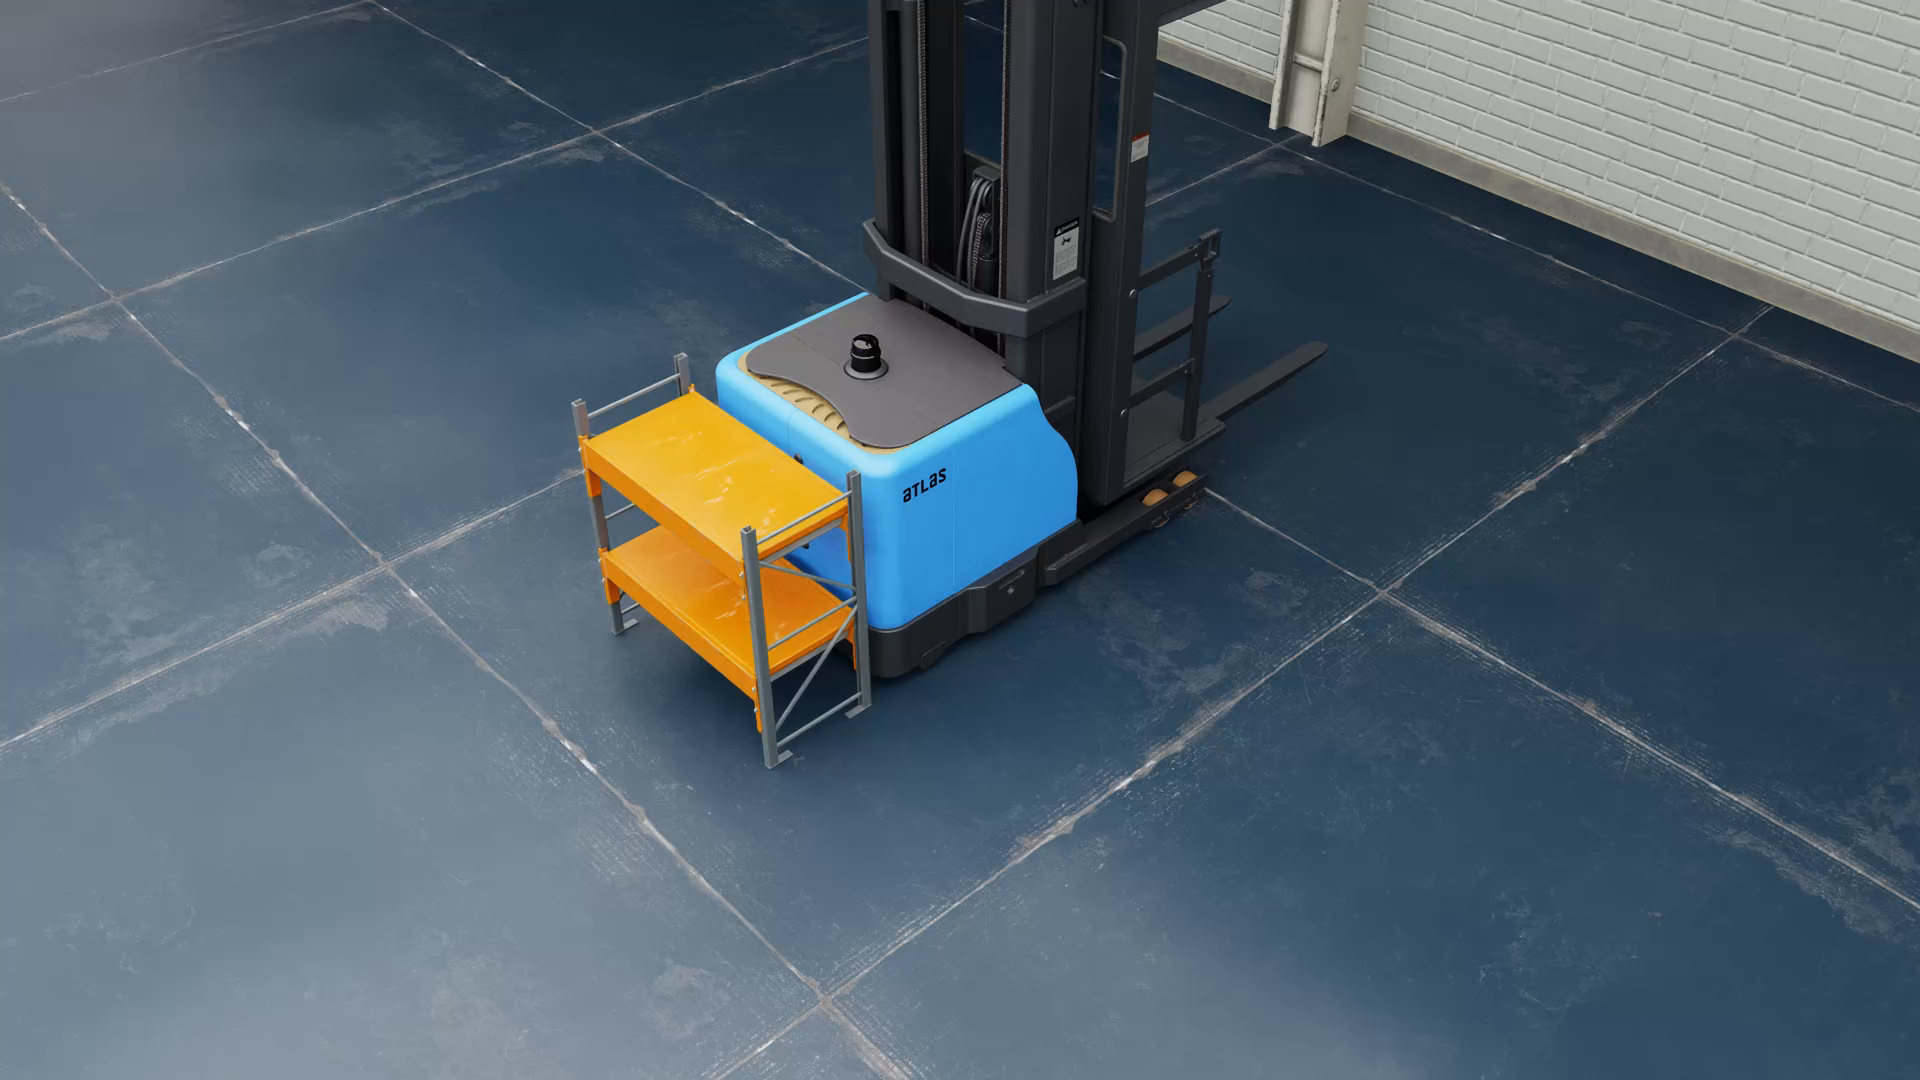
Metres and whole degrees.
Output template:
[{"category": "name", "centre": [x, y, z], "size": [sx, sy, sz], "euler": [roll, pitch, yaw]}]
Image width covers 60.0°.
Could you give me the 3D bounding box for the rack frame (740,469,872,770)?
[{"category": "rack frame", "centre": [-0.535, 0.304, 5.979], "size": [0.500, 1.125, 0.032], "euler": [-30, 48, -32]}]

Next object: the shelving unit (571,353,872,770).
[{"category": "shelving unit", "centre": [-0.882, 0.070, 6.268], "size": [0.538, 1.125, 1.048], "euler": [-30, 48, -32]}]

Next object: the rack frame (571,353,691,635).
[{"category": "rack frame", "centre": [-1.229, -0.163, 6.557], "size": [0.500, 1.125, 0.032], "euler": [-30, 48, -32]}]

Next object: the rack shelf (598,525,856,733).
[{"category": "rack shelf", "centre": [-0.882, 0.260, 6.422], "size": [0.538, 0.278, 1.000], "euler": [-30, 48, -32]}]

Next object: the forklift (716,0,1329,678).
[{"category": "forklift", "centre": [0.459, -1.411, 6.664], "size": [3.031, 2.935, 1.130], "euler": [-31, 48, -32]}]

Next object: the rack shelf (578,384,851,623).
[{"category": "rack shelf", "centre": [-0.882, -0.158, 6.084], "size": [0.538, 0.278, 1.000], "euler": [-30, 48, -32]}]

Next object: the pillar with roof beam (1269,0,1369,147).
[{"category": "pillar with roof beam", "centre": [-0.984, -4.248, 5.347], "size": [9.100, 9.000, 0.400], "euler": [-30, 48, -32]}]
